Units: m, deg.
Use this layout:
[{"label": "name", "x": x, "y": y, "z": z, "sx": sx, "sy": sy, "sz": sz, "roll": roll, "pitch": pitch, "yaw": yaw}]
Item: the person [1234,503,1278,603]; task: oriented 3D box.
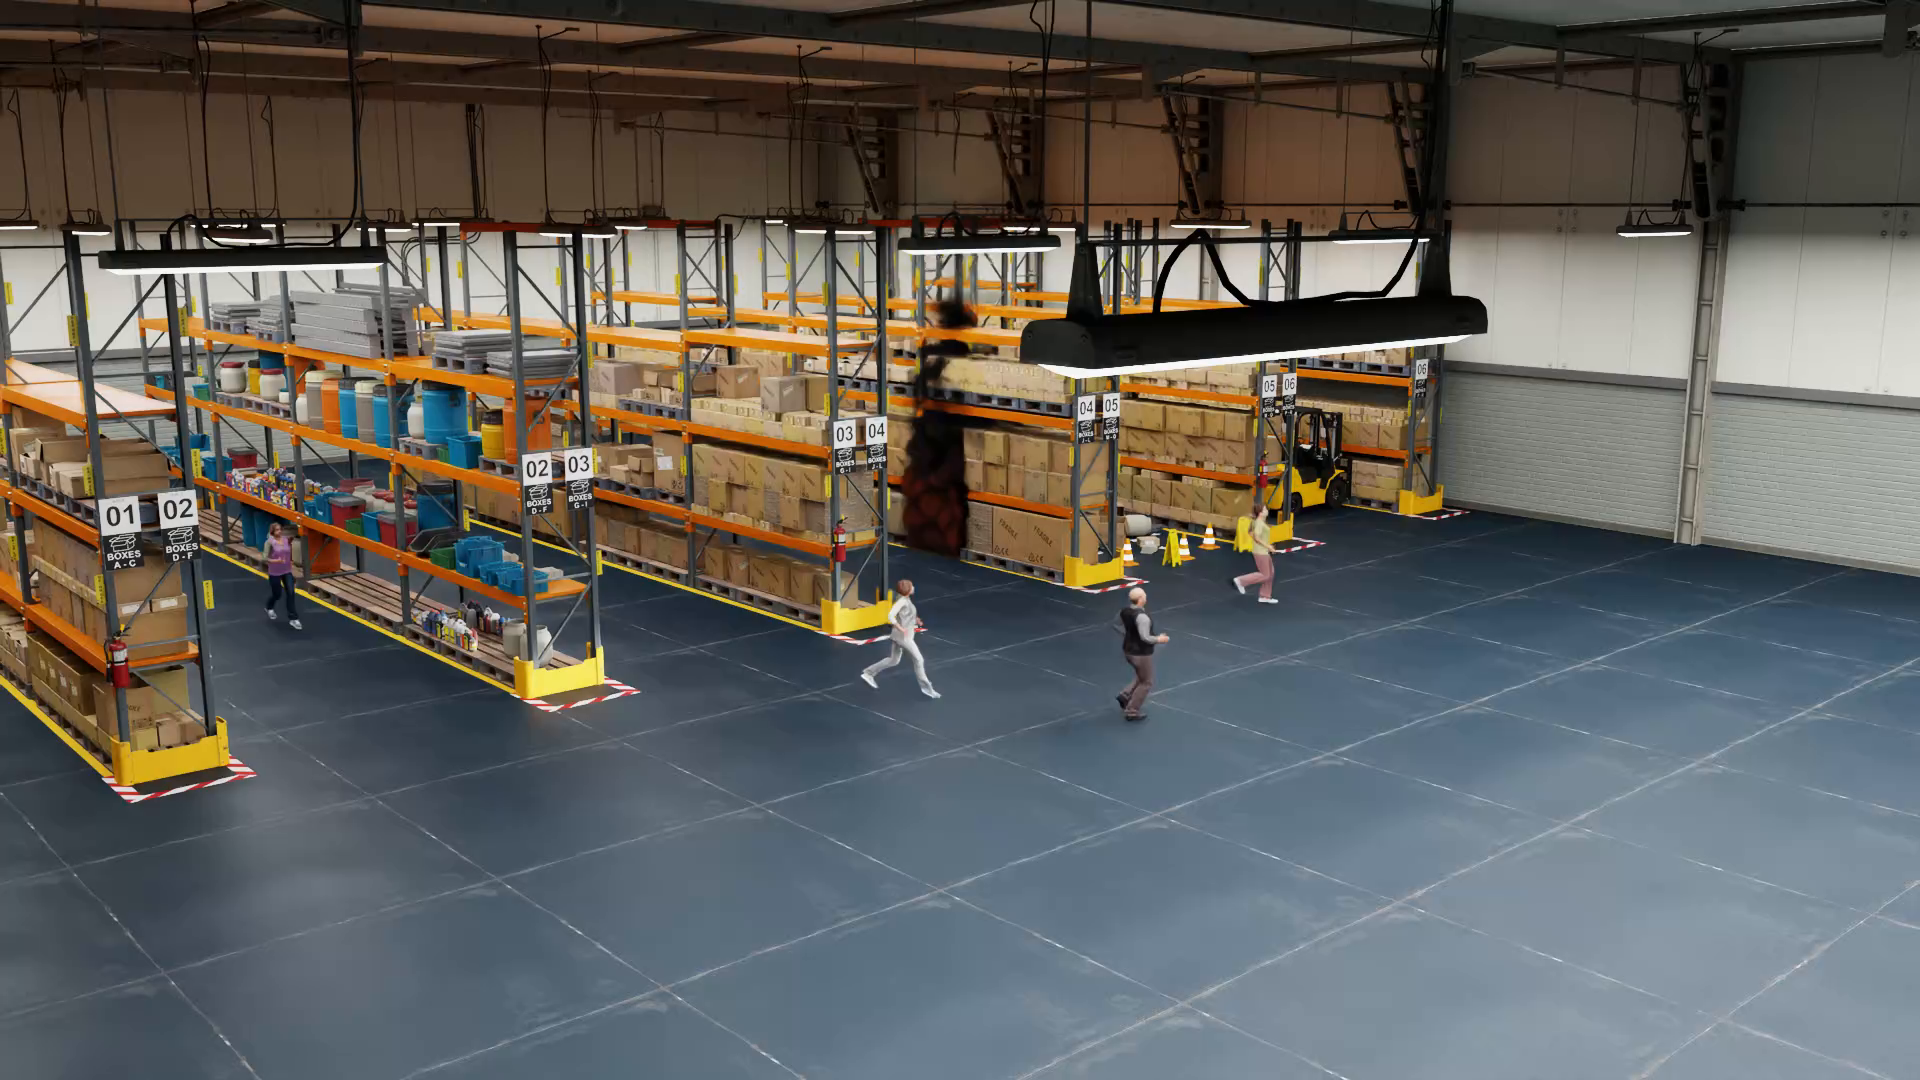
[{"label": "person", "x": 4.774, "y": 0.211, "z": 26.732, "sx": 0.714, "sy": 1.640, "sz": 0.590, "roll": 1, "pitch": 11, "yaw": 4}]

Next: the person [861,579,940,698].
[{"label": "person", "x": -0.778, "y": 1.281, "z": 21.534, "sx": 1.032, "sy": 1.600, "sz": 0.506, "roll": -3, "pitch": 12, "yaw": -13}]

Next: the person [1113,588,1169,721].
[{"label": "person", "x": 2.273, "y": 1.400, "z": 20.655, "sx": 0.565, "sy": 1.675, "sz": 0.651, "roll": -4, "pitch": 12, "yaw": -20}]

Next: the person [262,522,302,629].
[{"label": "person", "x": -10.299, "y": 0.515, "z": 25.173, "sx": 0.878, "sy": 1.596, "sz": 0.537, "roll": 9, "pitch": 15, "yaw": 39}]

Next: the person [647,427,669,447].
[{"label": "person", "x": -6.254, "y": -1.599, "z": 35.361, "sx": 0.742, "sy": 1.733, "sz": 0.687, "roll": 11, "pitch": 16, "yaw": 43}]
